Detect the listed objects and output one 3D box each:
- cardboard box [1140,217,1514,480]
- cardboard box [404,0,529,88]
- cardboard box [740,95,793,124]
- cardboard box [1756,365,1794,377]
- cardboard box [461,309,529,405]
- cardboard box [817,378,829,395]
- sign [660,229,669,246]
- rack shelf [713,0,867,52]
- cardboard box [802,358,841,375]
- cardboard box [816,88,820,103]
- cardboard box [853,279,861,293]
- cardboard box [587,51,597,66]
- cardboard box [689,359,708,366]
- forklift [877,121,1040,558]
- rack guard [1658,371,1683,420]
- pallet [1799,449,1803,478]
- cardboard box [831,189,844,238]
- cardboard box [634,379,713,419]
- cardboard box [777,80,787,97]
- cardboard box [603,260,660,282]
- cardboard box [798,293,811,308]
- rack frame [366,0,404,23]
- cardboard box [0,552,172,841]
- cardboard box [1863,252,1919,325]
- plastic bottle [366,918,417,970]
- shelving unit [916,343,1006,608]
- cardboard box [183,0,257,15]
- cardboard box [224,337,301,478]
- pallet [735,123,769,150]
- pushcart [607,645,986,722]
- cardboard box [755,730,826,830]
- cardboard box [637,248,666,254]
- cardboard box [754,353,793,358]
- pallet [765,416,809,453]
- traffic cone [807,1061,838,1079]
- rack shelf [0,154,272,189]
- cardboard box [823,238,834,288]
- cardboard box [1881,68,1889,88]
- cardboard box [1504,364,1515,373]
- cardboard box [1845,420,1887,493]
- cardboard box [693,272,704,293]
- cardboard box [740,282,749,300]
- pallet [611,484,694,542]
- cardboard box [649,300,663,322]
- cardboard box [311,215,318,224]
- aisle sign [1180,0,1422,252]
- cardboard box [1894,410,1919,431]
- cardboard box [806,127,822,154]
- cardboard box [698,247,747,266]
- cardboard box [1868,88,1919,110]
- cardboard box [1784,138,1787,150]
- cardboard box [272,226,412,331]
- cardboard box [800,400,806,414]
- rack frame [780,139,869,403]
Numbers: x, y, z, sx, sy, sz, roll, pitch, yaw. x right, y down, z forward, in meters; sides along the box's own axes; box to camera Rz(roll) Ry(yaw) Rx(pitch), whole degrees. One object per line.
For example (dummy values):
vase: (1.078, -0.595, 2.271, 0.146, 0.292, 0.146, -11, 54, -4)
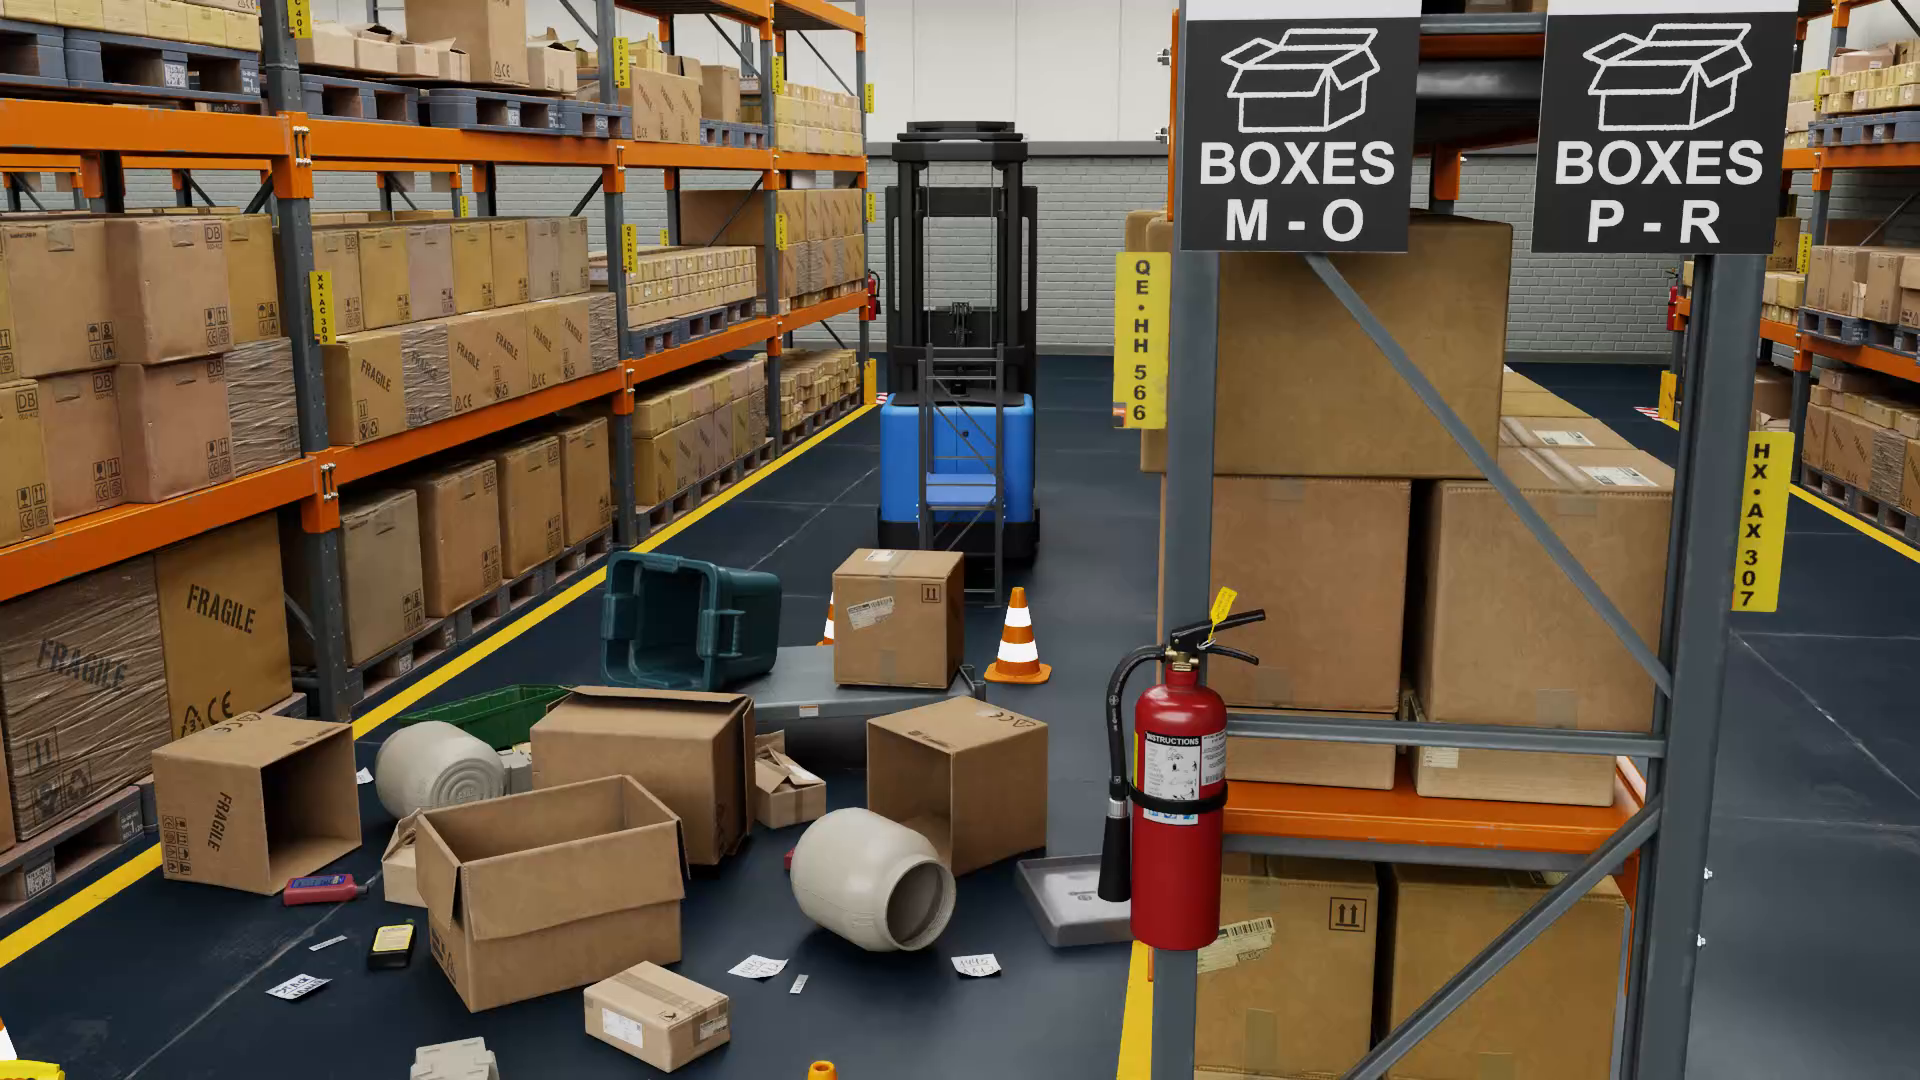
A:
cardboard box: (0.745, -0.422, 3.516, 0.700, 0.500, 0.500, 2, 12, 7)
cardboard box: (-2.785, -2.829, 9.409, 0.500, 0.500, 0.500, 2, 12, 9)
cardboard box: (-1.868, -3.993, 15.451, 0.500, 0.250, 0.500, 2, 12, 11)
cardboard box: (7.890, -1.479, 16.672, 0.700, 0.500, 0.500, 2, 12, 11)
cardboard box: (-2.828, -1.062, 9.565, 0.500, 0.500, 0.500, 2, 12, 10)
cardboard box: (-1.581, -1.606, 17.391, 0.380, 0.149, 0.250, 2, 12, 9)
sign: (-2.717, -2.702, 15.358, 0.100, 0.325, 0.005, 2, 12, 9)
rack shelf: (-1.872, -5.259, 16.751, 1.077, 0.370, 4.000, 2, 12, 9)
cardboard box: (-1.493, -1.862, 17.871, 0.380, 0.149, 0.250, 2, 12, 11)
cardboard box: (-1.618, -4.475, 16.742, 0.380, 0.149, 0.250, 2, 12, 7)
cardboard box: (-1.335, -2.896, 18.908, 0.380, 0.149, 0.250, 2, 12, 9)
cardboard box: (-2.811, -3.681, 12.779, 0.396, 0.266, 0.258, 2, 12, 9)
cardboard box: (-2.554, -1.468, 14.841, 0.500, 0.250, 0.500, 1, 12, 6)
forklift: (0.016, -1.565, 12.300, 1.130, 2.935, 3.031, 0, 12, 1)
rack guard: (8.236, -1.559, 18.039, 1.175, 0.500, 0.348, 2, 12, 9)
pallet: (7.739, -0.743, 14.943, 1.003, 0.211, 1.213, 2, 12, 9)
cardboard box: (-1.538, -3.462, 17.619, 0.500, 0.500, 0.500, 3, 12, 12)
cardboard box: (-2.282, -1.124, 13.247, 0.500, 0.250, 0.500, 2, 12, 9)
cardboard box: (-1.820, -4.204, 15.483, 0.380, 0.149, 0.250, 1, 12, 6)
cardboard box: (-2.451, -2.001, 12.344, 0.380, 0.149, 0.250, 2, 12, 8)
cardboard box: (-1.706, -2.409, 16.647, 0.380, 0.149, 0.250, 2, 12, 10)
rack frame: (-6.449, -6.210, 19.450, 1.000, 3.000, 0.127, 2, 12, 9)
cardboard box: (-3.710, 0.552, 6.359, 0.875, 0.875, 0.875, 2, 12, 9)
cardboard box: (7.137, -1.853, 12.239, 0.700, 0.500, 0.500, 2, 12, 8)
plastic bottle: (-1.903, 1.350, 5.585, 0.133, 0.061, 0.283, -2, 12, -11)
shelving unit: (0.019, -0.431, 10.435, 0.538, 1.500, 1.048, 0, 12, 2)
cardboard box: (-3.232, -2.280, 6.747, 0.500, 0.250, 0.500, 2, 12, 8)
cardboard box: (-3.454, -0.594, 7.274, 0.875, 0.550, 0.550, 2, 12, 9)
pallet: (-2.379, -3.513, 14.498, 1.213, 0.211, 1.003, 2, 12, 9)
pushcart: (-0.763, 0.760, 7.572, 1.648, 0.377, 0.936, -2, 12, -11)
cardboard box: (-0.749, 0.978, 6.825, 0.258, 0.266, 0.396, -7, 14, -30)
cardboard box: (-2.773, -2.458, 14.466, 0.380, 0.149, 0.250, 2, 12, 9)
cardboard box: (-2.069, -1.991, 18.469, 0.380, 0.149, 0.250, 2, 12, 8)
pallet: (-2.111, -1.041, 16.323, 1.003, 0.211, 1.213, 2, 12, 9)
traffic cone: (-0.327, 1.483, 4.014, 0.336, 0.463, 0.334, 2, 12, 9)
rack shelf: (-7.372, -3.143, 14.046, 1.077, 0.370, 4.000, 2, 12, 9)
cardboard box: (-1.619, -2.872, 17.256, 0.500, 0.500, 0.500, 3, 12, 11)
cardboard box: (7.107, -3.440, 12.372, 0.380, 0.149, 0.250, 2, 12, 9)
cardboard box: (1.527, -0.337, 5.492, 0.500, 0.500, 0.500, 2, 12, 10)
cardboard box: (7.183, -0.639, 12.774, 0.500, 0.500, 0.500, 2, 12, 7)
cardboard box: (-2.287, -2.077, 13.404, 0.380, 0.149, 0.250, 2, 12, 11)
cardboard box: (-2.084, -2.202, 14.693, 0.380, 0.149, 0.250, 2, 12, 9)
pallet: (-2.673, -0.230, 12.560, 1.003, 0.211, 1.213, 2, 12, 9)
cardboard box: (-2.444, -1.712, 12.415, 0.380, 0.149, 0.250, 3, 12, 11)
cardboard box: (-6.738, -2.975, 16.548, 0.500, 0.500, 0.500, 2, 12, 9)
aisle sign: (0.586, -0.893, 2.847, 0.394, 0.787, 0.004, 2, 12, 9)
cardboard box: (7.163, -0.867, 12.294, 0.380, 0.149, 0.250, 2, 12, 9)
cardboard box: (-1.680, -3.956, 16.467, 0.500, 0.250, 0.500, 2, 12, 11)
cardboard box: (-2.089, -2.491, 14.618, 0.380, 0.149, 0.250, 2, 12, 7)
cardboard box: (7.039, -3.299, 12.425, 0.380, 0.149, 0.250, 2, 12, 8)
cardboard box: (7.529, -3.549, 14.818, 0.380, 0.149, 0.250, 2, 12, 8)
cardboard box: (-3.262, -1.346, 8.509, 0.700, 0.500, 0.500, 2, 12, 8)
cardboard box: (-1.781, -1.361, 16.957, 0.380, 0.149, 0.250, 1, 12, 6)
rack frame: (-1.564, -3.096, 19.239, 1.000, 3.000, 0.127, 2, 12, 9)
